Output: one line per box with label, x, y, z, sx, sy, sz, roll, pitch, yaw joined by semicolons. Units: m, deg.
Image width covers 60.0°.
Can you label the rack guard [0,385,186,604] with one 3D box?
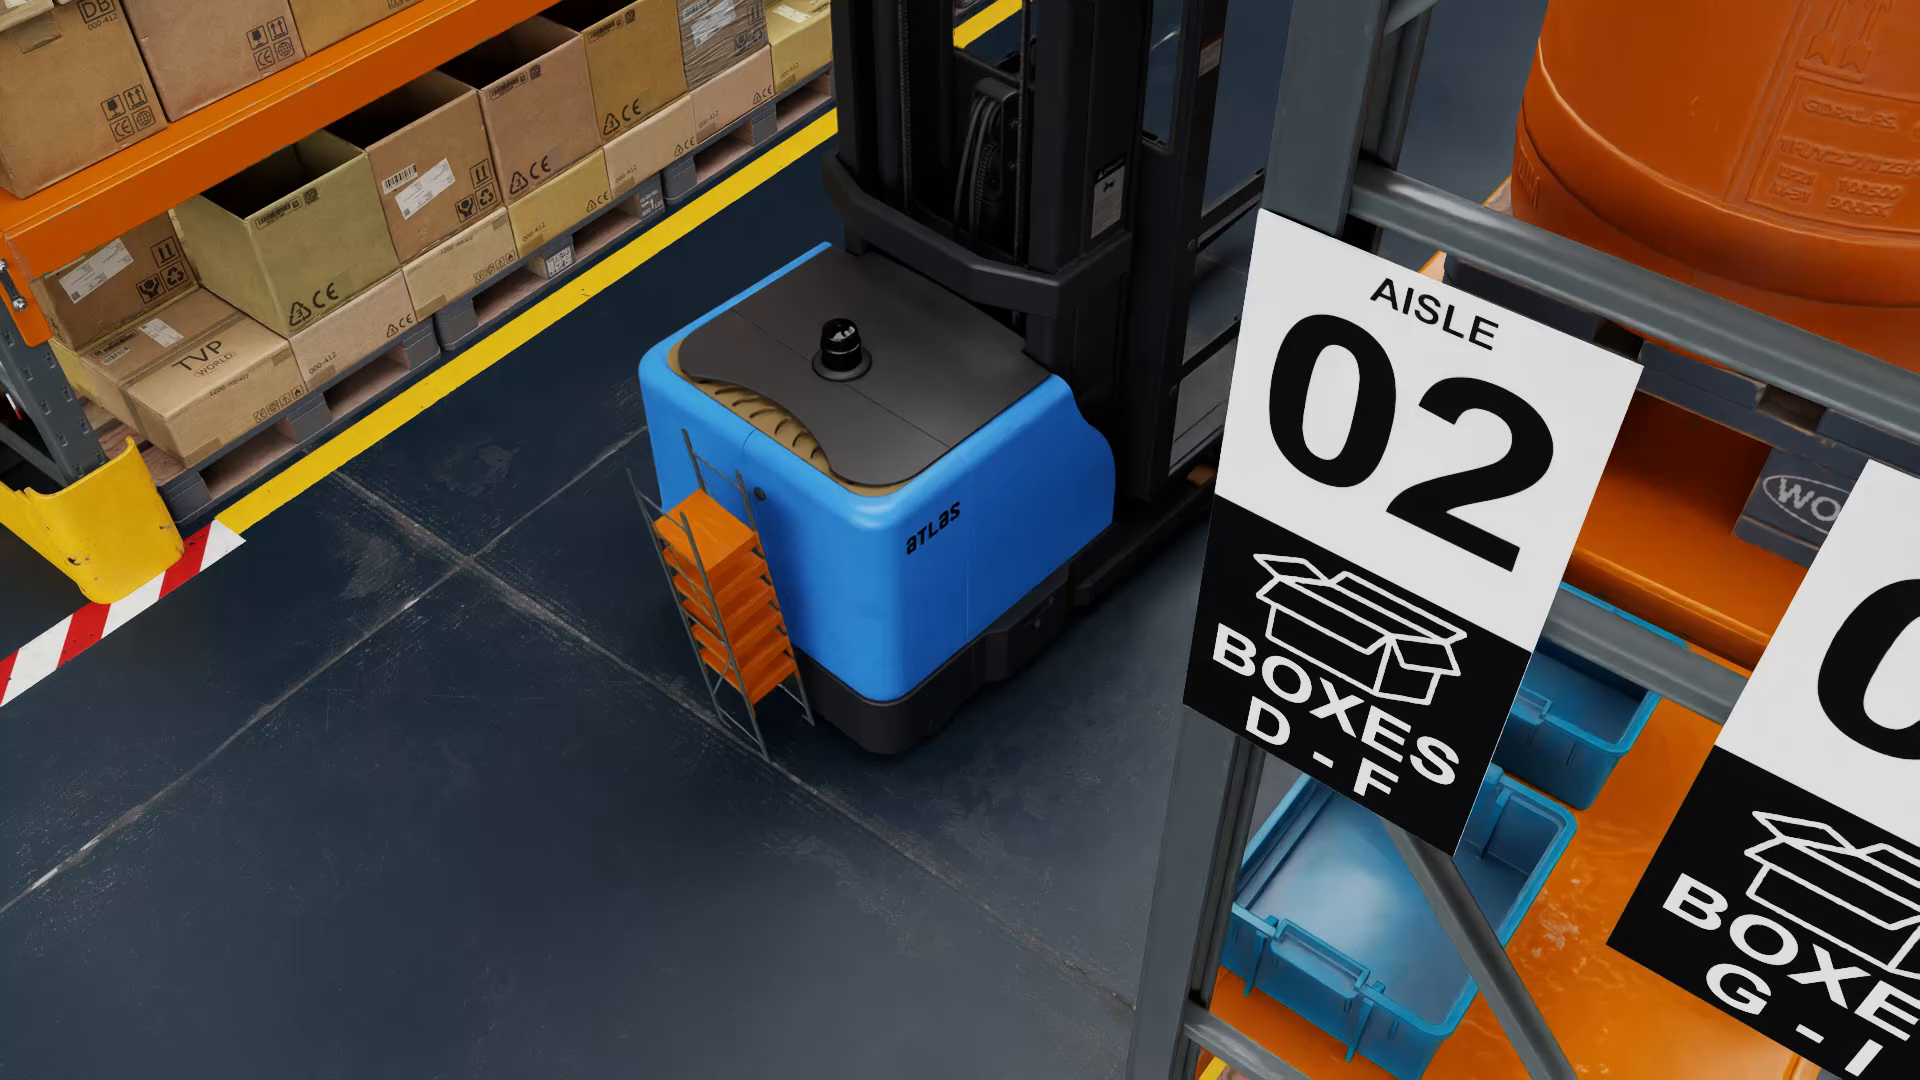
rack guard;-3.201;-0.296;5.687;1.175;0.500;0.348;29;53;25

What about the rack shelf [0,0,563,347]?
rack shelf;-1.963;-2.069;6.149;1.077;0.370;4.000;29;53;25

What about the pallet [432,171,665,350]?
pallet;-2.005;-1.361;6.904;1.003;0.211;1.213;29;53;25

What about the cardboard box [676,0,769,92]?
cardboard box;-1.166;-2.273;6.939;0.500;0.500;0.500;29;53;25

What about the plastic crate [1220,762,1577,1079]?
plastic crate;0.801;0.652;3.156;0.499;0.251;0.616;29;53;25

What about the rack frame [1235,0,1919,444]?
rack frame;0.732;-1.053;0.533;1.000;3.000;0.127;29;53;25

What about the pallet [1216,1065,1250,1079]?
pallet;1.242;1.456;4.213;1.003;0.211;1.213;29;53;25

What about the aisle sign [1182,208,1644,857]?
aisle sign;0.452;0.031;1.848;0.394;0.787;0.004;29;53;25

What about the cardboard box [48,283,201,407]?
cardboard box;-3.092;-0.805;6.056;0.500;0.250;0.500;29;53;25

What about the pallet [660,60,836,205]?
pallet;-1.260;-2.062;7.574;1.003;0.211;1.213;29;53;25

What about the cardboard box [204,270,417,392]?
cardboard box;-2.379;-0.864;6.112;0.500;0.250;0.500;29;53;25

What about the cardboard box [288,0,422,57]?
cardboard box;-2.265;-2.053;5.567;0.700;0.500;0.500;30;53;25

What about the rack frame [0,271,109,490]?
rack frame;-3.186;-1.173;4.796;1.000;3.000;0.127;29;53;25

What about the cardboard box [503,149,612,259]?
cardboard box;-1.764;-1.434;6.657;0.500;0.250;0.500;29;53;25

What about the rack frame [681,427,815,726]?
rack frame;-0.591;0.141;4.759;0.006;1.200;0.240;-40;58;-23

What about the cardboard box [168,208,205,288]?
cardboard box;-2.796;-1.097;6.335;0.500;0.250;0.500;29;53;25

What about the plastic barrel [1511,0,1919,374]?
plastic barrel;0.928;-0.644;1.629;0.600;0.830;0.708;29;53;25

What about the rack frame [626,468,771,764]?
rack frame;-0.720;0.249;4.688;0.006;1.200;0.240;-40;58;-23

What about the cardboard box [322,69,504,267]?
cardboard box;-2.082;-1.414;6.119;0.500;0.500;0.500;29;53;25

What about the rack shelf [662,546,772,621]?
rack shelf;-0.673;0.074;4.571;0.180;0.103;0.258;-40;58;-23

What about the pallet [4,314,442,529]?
pallet;-2.752;-0.666;6.240;1.003;0.211;1.213;29;53;25

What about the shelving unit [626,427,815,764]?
shelving unit;-0.655;0.195;4.724;0.189;1.200;0.258;-40;58;-23

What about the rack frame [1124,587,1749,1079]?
rack frame;0.732;1.019;2.702;1.000;3.000;0.127;29;53;25

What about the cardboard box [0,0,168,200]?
cardboard box;-2.890;-1.469;5.009;0.700;0.500;0.500;29;53;25

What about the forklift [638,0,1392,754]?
forklift;0.423;-1.344;5.007;1.130;2.935;3.031;34;55;28

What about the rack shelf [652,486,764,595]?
rack shelf;-0.683;-0.001;4.478;0.180;0.103;0.258;-40;58;-23

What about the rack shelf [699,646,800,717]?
rack shelf;-0.630;0.372;4.945;0.180;0.103;0.258;-40;58;-23

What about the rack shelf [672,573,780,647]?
rack shelf;-0.662;0.148;4.665;0.180;0.103;0.258;-40;58;-23

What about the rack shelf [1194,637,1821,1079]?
rack shelf;1.954;0.123;4.055;1.077;0.370;4.000;29;53;25

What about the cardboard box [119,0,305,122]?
cardboard box;-2.573;-1.771;5.299;0.700;0.500;0.500;31;53;26

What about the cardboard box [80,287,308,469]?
cardboard box;-2.682;-0.576;5.837;0.500;0.250;0.500;29;53;25

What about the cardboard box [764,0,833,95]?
cardboard box;-0.851;-2.295;7.479;0.500;0.250;0.500;29;53;25

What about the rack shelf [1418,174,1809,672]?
rack shelf;1.954;-0.913;2.971;1.077;0.370;4.000;29;53;25

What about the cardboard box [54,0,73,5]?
cardboard box;-2.616;-1.713;4.794;0.380;0.149;0.250;28;52;24

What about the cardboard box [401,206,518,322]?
cardboard box;-2.073;-1.150;6.385;0.500;0.250;0.500;29;53;25

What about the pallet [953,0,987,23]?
pallet;-0.321;-2.937;8.410;1.003;0.211;1.213;29;53;25

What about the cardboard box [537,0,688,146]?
cardboard box;-1.469;-1.985;6.664;0.500;0.500;0.500;29;53;25

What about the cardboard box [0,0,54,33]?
cardboard box;-2.776;-1.561;4.649;0.380;0.149;0.250;29;53;25

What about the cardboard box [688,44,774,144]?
cardboard box;-1.164;-2.013;7.210;0.500;0.250;0.500;29;53;25

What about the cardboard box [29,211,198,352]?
cardboard box;-3.094;-1.065;5.786;0.500;0.500;0.500;29;53;25

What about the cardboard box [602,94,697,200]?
cardboard box;-1.458;-1.720;6.930;0.500;0.250;0.500;29;53;25

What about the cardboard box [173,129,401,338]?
cardboard box;-2.378;-1.122;5.840;0.500;0.500;0.500;29;53;25

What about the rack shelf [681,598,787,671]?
rack shelf;-0.651;0.223;4.758;0.180;0.103;0.258;-40;58;-23

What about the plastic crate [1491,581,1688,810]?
plastic crate;1.202;0.283;3.508;0.499;0.251;0.408;29;53;25

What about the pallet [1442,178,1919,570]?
pallet;1.315;-0.382;2.096;1.003;0.211;1.213;29;53;25

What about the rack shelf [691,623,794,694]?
rack shelf;-0.641;0.297;4.852;0.180;0.103;0.258;-40;58;-23

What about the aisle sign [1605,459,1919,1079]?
aisle sign;0.919;0.292;1.599;0.394;0.787;0.004;29;53;25

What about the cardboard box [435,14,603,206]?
cardboard box;-1.763;-1.693;6.385;0.500;0.500;0.500;29;53;25
